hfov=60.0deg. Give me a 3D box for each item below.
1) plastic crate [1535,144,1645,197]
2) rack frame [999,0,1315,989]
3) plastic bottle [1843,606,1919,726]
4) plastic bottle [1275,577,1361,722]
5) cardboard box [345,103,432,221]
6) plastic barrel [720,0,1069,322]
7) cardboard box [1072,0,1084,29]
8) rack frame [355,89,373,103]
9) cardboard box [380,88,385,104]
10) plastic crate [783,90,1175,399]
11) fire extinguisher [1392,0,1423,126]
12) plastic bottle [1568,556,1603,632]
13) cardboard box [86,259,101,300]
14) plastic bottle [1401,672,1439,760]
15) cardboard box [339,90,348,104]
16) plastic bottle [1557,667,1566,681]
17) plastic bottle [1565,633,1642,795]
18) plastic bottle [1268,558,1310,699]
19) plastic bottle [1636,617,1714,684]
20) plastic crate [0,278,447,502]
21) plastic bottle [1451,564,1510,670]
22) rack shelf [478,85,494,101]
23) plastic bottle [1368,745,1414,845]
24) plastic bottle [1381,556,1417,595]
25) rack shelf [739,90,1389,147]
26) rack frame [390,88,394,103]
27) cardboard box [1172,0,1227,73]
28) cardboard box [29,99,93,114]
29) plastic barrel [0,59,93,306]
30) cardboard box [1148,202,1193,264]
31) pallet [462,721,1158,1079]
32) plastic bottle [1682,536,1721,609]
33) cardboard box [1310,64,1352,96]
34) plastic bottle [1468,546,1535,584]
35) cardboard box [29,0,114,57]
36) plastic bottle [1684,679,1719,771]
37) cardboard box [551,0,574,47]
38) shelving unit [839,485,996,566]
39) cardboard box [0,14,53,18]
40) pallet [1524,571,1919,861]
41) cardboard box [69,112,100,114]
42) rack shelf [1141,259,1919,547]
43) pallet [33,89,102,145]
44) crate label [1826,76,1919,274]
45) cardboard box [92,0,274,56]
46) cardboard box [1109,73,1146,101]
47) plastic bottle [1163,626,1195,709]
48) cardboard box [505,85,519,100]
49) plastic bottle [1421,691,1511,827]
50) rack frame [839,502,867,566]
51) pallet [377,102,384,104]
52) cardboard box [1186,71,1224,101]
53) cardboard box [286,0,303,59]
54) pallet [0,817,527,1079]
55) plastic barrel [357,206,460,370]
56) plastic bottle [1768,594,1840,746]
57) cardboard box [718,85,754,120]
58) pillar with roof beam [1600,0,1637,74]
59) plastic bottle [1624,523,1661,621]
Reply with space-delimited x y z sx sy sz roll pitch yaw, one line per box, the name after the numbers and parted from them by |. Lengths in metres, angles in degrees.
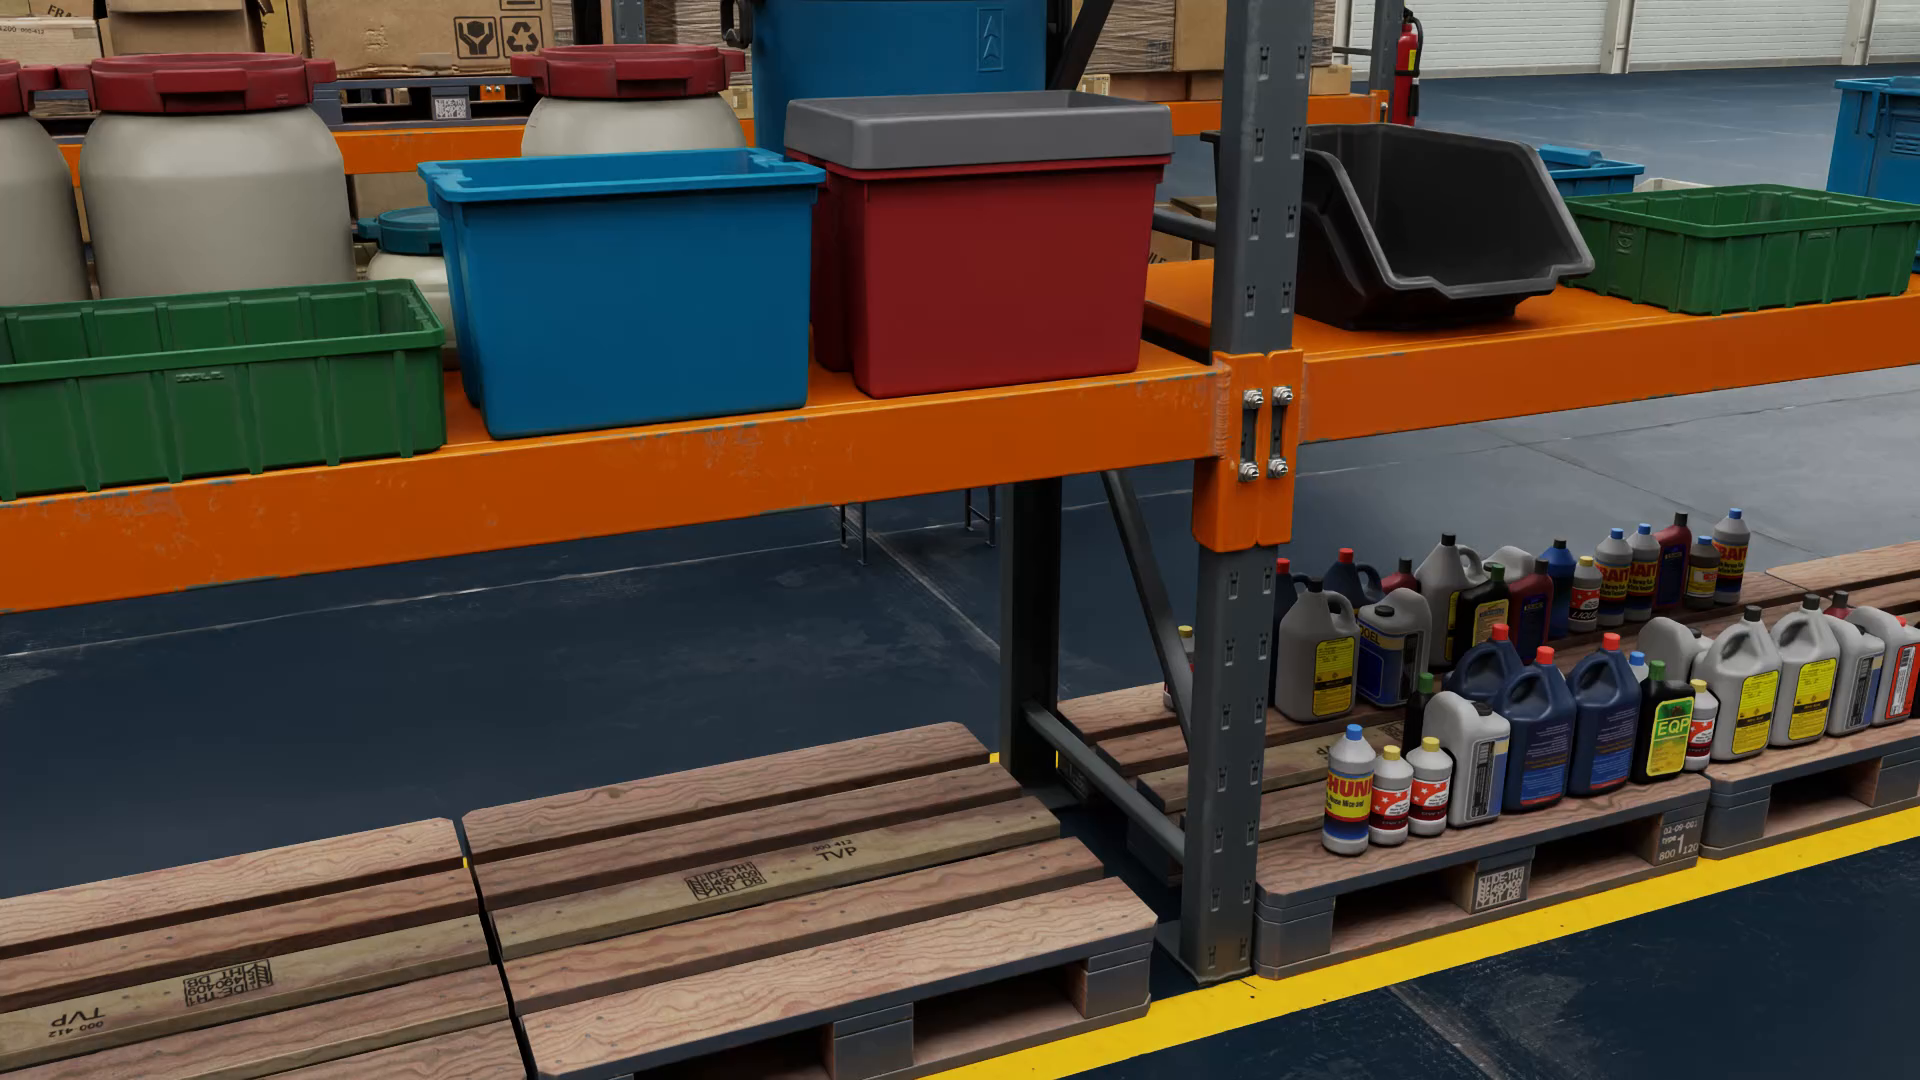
1.259 -0.814 4.041 0.616 0.251 0.499 -8 21 -22 | plastic crate
0.350 -0.656 3.367 0.127 3.000 1.000 -8 21 -22 | rack frame
2.268 0.295 4.105 0.135 0.276 0.152 -8 21 -22 | plastic bottle
0.885 0.258 4.100 0.185 0.351 0.144 -8 21 -22 | plastic bottle
-4.018 -2.720 11.985 0.750 0.750 1.050 -8 21 -22 | cardboard box
-0.124 -0.934 3.402 0.708 0.901 0.600 -8 21 -22 | plastic barrel
0.194 -2.599 8.287 0.500 0.500 0.875 -8 21 -22 | cardboard box
-7.506 -6.701 20.538 0.127 3.000 1.000 -8 21 -22 | rack frame
-7.141 -5.728 21.281 0.500 0.250 0.500 -8 21 -21 | cardboard box
0.027 -0.529 2.911 0.583 0.464 0.402 -8 21 -22 | plastic crate
2.349 -2.530 8.808 0.183 0.674 0.296 -8 21 -22 | fire extinguisher
1.738 0.145 4.644 0.097 0.201 0.097 0 19 0 | plastic bottle
-3.655 -0.916 7.209 0.500 0.500 0.700 -6 20 -17 | cardboard box
1.060 0.427 3.721 0.133 0.283 0.061 -8 21 -22 | plastic bottle
-7.981 -5.707 20.658 0.625 0.625 0.875 -7 21 -20 | cardboard box
1.341 0.388 3.848 0.097 0.271 0.097 0 19 0 | plastic bottle
1.429 0.382 3.747 0.185 0.351 0.144 -9 21 -24 | plastic bottle
0.828 0.214 4.225 0.185 0.351 0.144 -9 21 -23 | plastic bottle
1.738 0.319 4.037 0.135 0.276 0.152 -8 21 -22 | plastic bottle
-1.137 -0.240 2.508 0.662 0.188 0.450 -8 21 -22 | plastic crate
1.365 0.206 4.349 0.133 0.283 0.061 -8 21 -22 | plastic bottle
-5.320 -3.089 11.363 4.000 0.370 1.077 -8 21 -22 | rack shelf
0.910 0.535 3.537 0.097 0.201 0.097 0 19 0 | plastic bottle
1.137 0.186 4.404 0.133 0.283 0.061 -7 20 -18 | plastic bottle
0.225 -2.090 8.524 4.000 0.370 1.077 -8 21 -22 | rack shelf
-5.537 -5.188 16.240 0.127 3.000 1.000 -8 21 -22 | rack frame
1.134 -2.713 8.613 0.500 0.500 0.875 -8 21 -22 | cardboard box
-10.601 -5.331 19.589 0.625 0.625 0.875 -7 21 -20 | cardboard box
-1.686 -0.507 2.742 0.433 0.535 0.433 0 19 0 | plastic barrel
0.946 -1.545 9.025 0.500 0.500 0.500 -3 20 -8 | cardboard box
-0.355 0.775 3.504 1.213 0.211 1.003 -8 21 -22 | pallet
2.140 0.088 4.807 0.097 0.201 0.097 0 19 0 | plastic bottle
1.882 -2.473 8.908 0.250 0.149 0.380 -8 21 -22 | cardboard box
1.451 0.161 4.487 0.135 0.276 0.152 -8 21 -21 | plastic bottle
-5.708 -3.323 10.794 0.500 0.500 0.500 -8 21 -22 | cardboard box
1.699 0.422 3.857 0.097 0.201 0.097 0 19 0 | plastic bottle
-3.149 -3.815 12.114 0.550 0.550 0.875 -8 21 -22 | cardboard box
-0.152 -0.544 5.761 0.503 1.200 0.258 -8 21 -22 | shelving unit
-3.860 -2.076 6.972 0.258 0.266 0.396 -9 21 -23 | cardboard box
2.106 0.422 4.505 1.213 0.211 1.003 -8 21 -22 | pallet
-8.012 -3.791 15.597 0.625 0.372 0.950 -9 21 -23 | cardboard box
2.187 -0.579 4.234 4.000 0.370 1.077 -8 21 -22 | rack shelf
-3.483 -1.822 6.970 1.213 0.211 1.003 -8 21 -22 | pallet
2.440 -0.874 3.934 0.616 0.435 0.502 -8 21 -22 | crate label
-3.167 -2.157 6.843 0.637 0.503 0.797 -6 20 -16 | cardboard box
0.740 -2.304 8.427 0.250 0.149 0.380 -8 21 -22 | cardboard box
0.560 0.314 4.165 0.097 0.201 0.097 0 19 0 | plastic bottle
-2.878 -2.949 12.448 0.875 0.875 0.875 -8 21 -21 | cardboard box
1.103 0.462 3.631 0.135 0.276 0.152 -7 21 -20 | plastic bottle
-0.376 -0.512 5.670 0.015 1.200 0.240 -8 21 -22 | rack frame
-6.759 -5.478 21.262 1.213 0.211 1.003 -8 21 -22 | pallet
1.207 -2.364 8.597 0.250 0.149 0.380 -8 21 -22 | cardboard box
-4.320 -3.522 11.359 0.500 0.500 0.500 -8 21 -23 | cardboard box
-1.477 0.937 3.044 1.213 0.211 1.003 -8 21 -22 | pallet
-0.926 -0.463 3.029 0.301 0.262 0.301 0 19 0 | plastic barrel
1.990 0.301 3.975 0.185 0.351 0.144 -7 21 -20 | plastic bottle
-1.060 -2.013 7.601 0.250 0.149 0.380 -8 21 -22 | cardboard box
13.403 -11.296 24.553 0.400 9.000 9.100 -8 21 -22 | pillar with roof beam
1.920 0.086 4.706 0.097 0.271 0.097 0 19 0 | plastic bottle
